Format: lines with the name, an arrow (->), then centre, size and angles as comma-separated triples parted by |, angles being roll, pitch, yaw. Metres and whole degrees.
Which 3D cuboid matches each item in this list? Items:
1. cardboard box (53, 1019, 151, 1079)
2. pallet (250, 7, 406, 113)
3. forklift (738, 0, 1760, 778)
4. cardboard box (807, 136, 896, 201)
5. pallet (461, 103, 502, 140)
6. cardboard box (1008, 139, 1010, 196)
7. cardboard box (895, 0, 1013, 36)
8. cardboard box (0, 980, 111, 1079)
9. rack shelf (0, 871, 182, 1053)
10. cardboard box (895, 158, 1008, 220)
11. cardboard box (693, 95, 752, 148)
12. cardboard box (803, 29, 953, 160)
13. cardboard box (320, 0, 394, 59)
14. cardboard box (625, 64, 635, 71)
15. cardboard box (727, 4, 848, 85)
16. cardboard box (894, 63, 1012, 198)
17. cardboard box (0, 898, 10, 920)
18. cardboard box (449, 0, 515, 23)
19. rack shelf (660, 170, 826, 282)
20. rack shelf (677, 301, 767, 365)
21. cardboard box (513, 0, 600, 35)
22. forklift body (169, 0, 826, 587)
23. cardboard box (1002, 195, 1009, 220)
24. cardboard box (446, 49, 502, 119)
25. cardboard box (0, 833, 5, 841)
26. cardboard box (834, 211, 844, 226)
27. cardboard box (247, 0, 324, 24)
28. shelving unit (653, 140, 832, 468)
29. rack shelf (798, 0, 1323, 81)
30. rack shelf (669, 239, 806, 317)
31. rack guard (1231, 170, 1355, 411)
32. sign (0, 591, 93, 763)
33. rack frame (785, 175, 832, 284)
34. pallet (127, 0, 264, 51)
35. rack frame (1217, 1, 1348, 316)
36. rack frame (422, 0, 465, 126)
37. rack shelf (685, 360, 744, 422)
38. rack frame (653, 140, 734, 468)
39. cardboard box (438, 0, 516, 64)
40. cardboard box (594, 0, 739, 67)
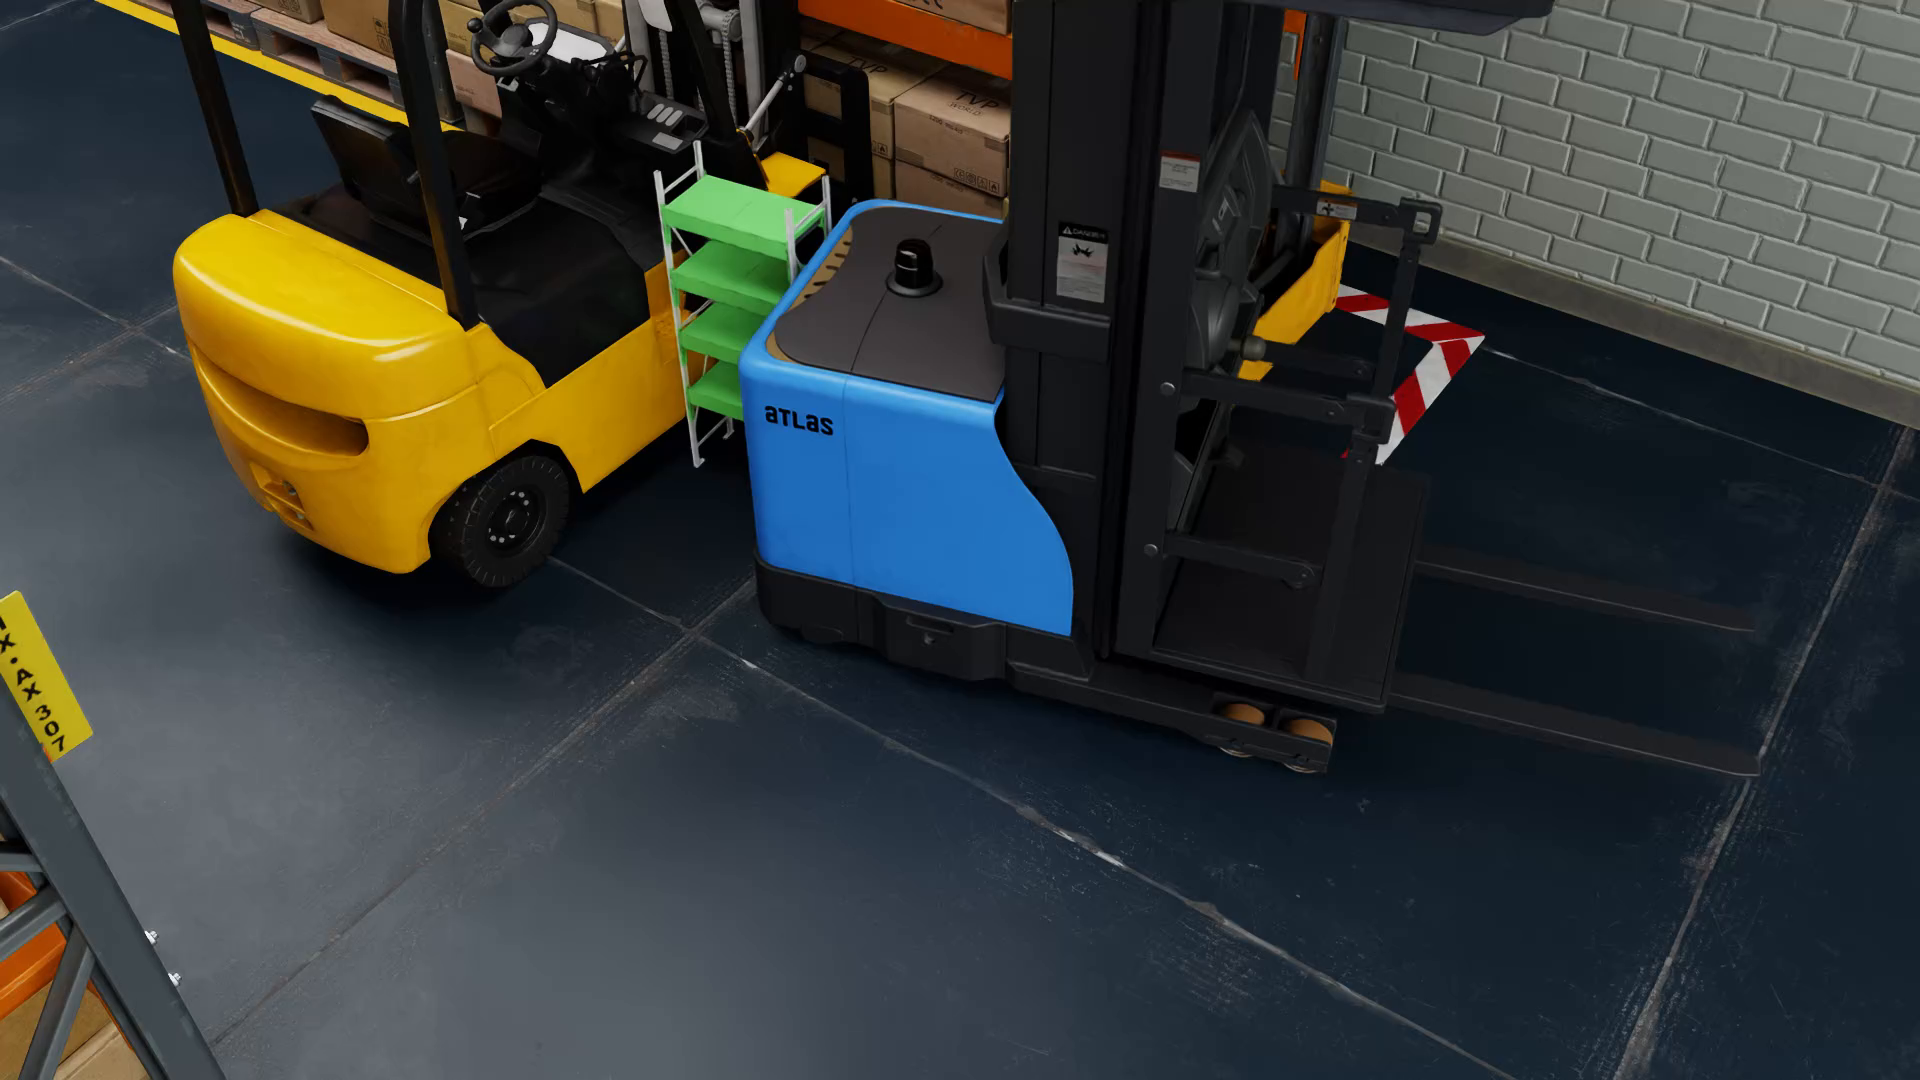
cardboard box -> -2.270, 1.252, 3.849 | 0.500, 0.250, 0.500 | 25, 47, 25
pallet -> -2.822, -2.621, 8.521 | 1.213, 0.211, 1.003 | 25, 48, 25
forklift -> 0.921, -0.797, 4.443 | 3.031, 2.935, 1.130 | 13, 43, 14
cardboard box -> -0.339, -1.586, 6.645 | 0.500, 0.250, 0.500 | 24, 47, 24
pallet -> -1.569, -2.033, 7.864 | 1.213, 0.211, 1.003 | 25, 48, 25
cardboard box -> 0.523, -1.379, 6.038 | 0.500, 0.250, 0.500 | 27, 48, 27
cardboard box -> 0.105, -2.154, 5.833 | 0.500, 0.500, 0.500 | 27, 48, 27
cardboard box -> -2.290, 0.963, 3.609 | 0.500, 0.500, 0.500 | 24, 47, 24
rack shelf -> -3.406, 0.346, 3.654 | 4.000, 0.370, 1.077 | 25, 48, 25
cardboard box -> 0.096, -1.400, 6.437 | 0.500, 0.250, 0.500 | 25, 47, 25
cardboard box -> -0.746, -1.780, 6.861 | 0.500, 0.250, 0.500 | 25, 47, 25
cardboard box -> -0.318, -1.759, 6.463 | 0.500, 0.250, 0.500 | 26, 48, 26
cardboard box -> -2.630, -2.865, 8.168 | 0.625, 0.625, 0.875 | 27, 48, 27
cardboard box -> -1.159, -1.973, 7.078 | 0.500, 0.250, 0.500 | 25, 47, 25
cardboard box -> -0.728, -1.957, 6.685 | 0.500, 0.250, 0.500 | 24, 47, 25
cardboard box -> 0.101, -1.571, 6.253 | 0.500, 0.250, 0.500 | 26, 48, 26
cardboard box -> -1.928, 0.694, 2.914 | 0.250, 0.149, 0.380 | 25, 48, 25
cardboard box -> -1.980, -2.547, 7.345 | 0.500, 0.250, 0.500 | 24, 47, 25
rack shelf -> -0.689, -1.015, 5.361 | 0.480, 0.148, 0.258 | 19, 45, 20
rack shelf -> -0.689, -0.658, 5.681 | 0.480, 0.148, 0.258 | 19, 45, 20
cardboard box -> -1.568, -2.346, 7.120 | 0.500, 0.250, 0.500 | 25, 48, 25
forklift body -> -1.521, -1.282, 5.570 | 1.214, 2.155, 2.313 | 25, 48, 25
cardboard box -> 0.501, -1.202, 6.216 | 0.500, 0.250, 0.500 | 24, 47, 25
cardboard box -> -1.990, -2.165, 7.668 | 0.500, 0.250, 0.500 | 26, 48, 26
cardboard box -> -1.997, 0.362, 2.797 | 0.500, 0.500, 0.500 | 24, 47, 25
cardboard box -> -0.294, -1.399, 6.811 | 0.500, 0.250, 0.500 | 26, 48, 26
cardboard box -> -3.261, -3.166, 8.505 | 0.625, 0.625, 0.875 | 25, 47, 25
shelving unit -> -0.689, -0.705, 5.638 | 0.503, 1.200, 0.258 | 19, 45, 20
rack shelf -> -0.559, -2.366, 6.684 | 4.000, 0.370, 1.077 | 25, 48, 25
rack shelf -> -0.689, -0.836, 5.521 | 0.480, 0.148, 0.258 | 19, 45, 20
rack guard -> 1.098, -0.927, 6.411 | 0.348, 0.500, 1.175 | 25, 48, 25
sign -> -1.457, 0.224, 2.601 | 0.005, 0.325, 0.100 | 25, 48, 25
rack frame -> -0.474, -0.629, 5.553 | 0.015, 1.200, 0.240 | 19, 45, 20
pallet -> -3.825, -3.088, 9.043 | 1.213, 0.211, 1.003 | 25, 48, 25
rack frame -> 1.079, -1.868, 5.588 | 0.127, 3.000, 1.000 | 25, 48, 25
rack frame -> -2.196, -3.400, 7.300 | 0.127, 3.000, 1.000 | 25, 48, 25
rack shelf -> -0.689, -0.479, 5.841 | 0.480, 0.148, 0.258 | 19, 45, 20
rack frame -> -0.905, -0.781, 5.723 | 0.015, 1.200, 0.240 | 19, 45, 20
cardboard box -> -1.978, -2.364, 7.515 | 0.500, 0.250, 0.500 | 25, 47, 25
cardboard box -> -1.154, -2.162, 6.914 | 0.500, 0.250, 0.500 | 27, 48, 27
